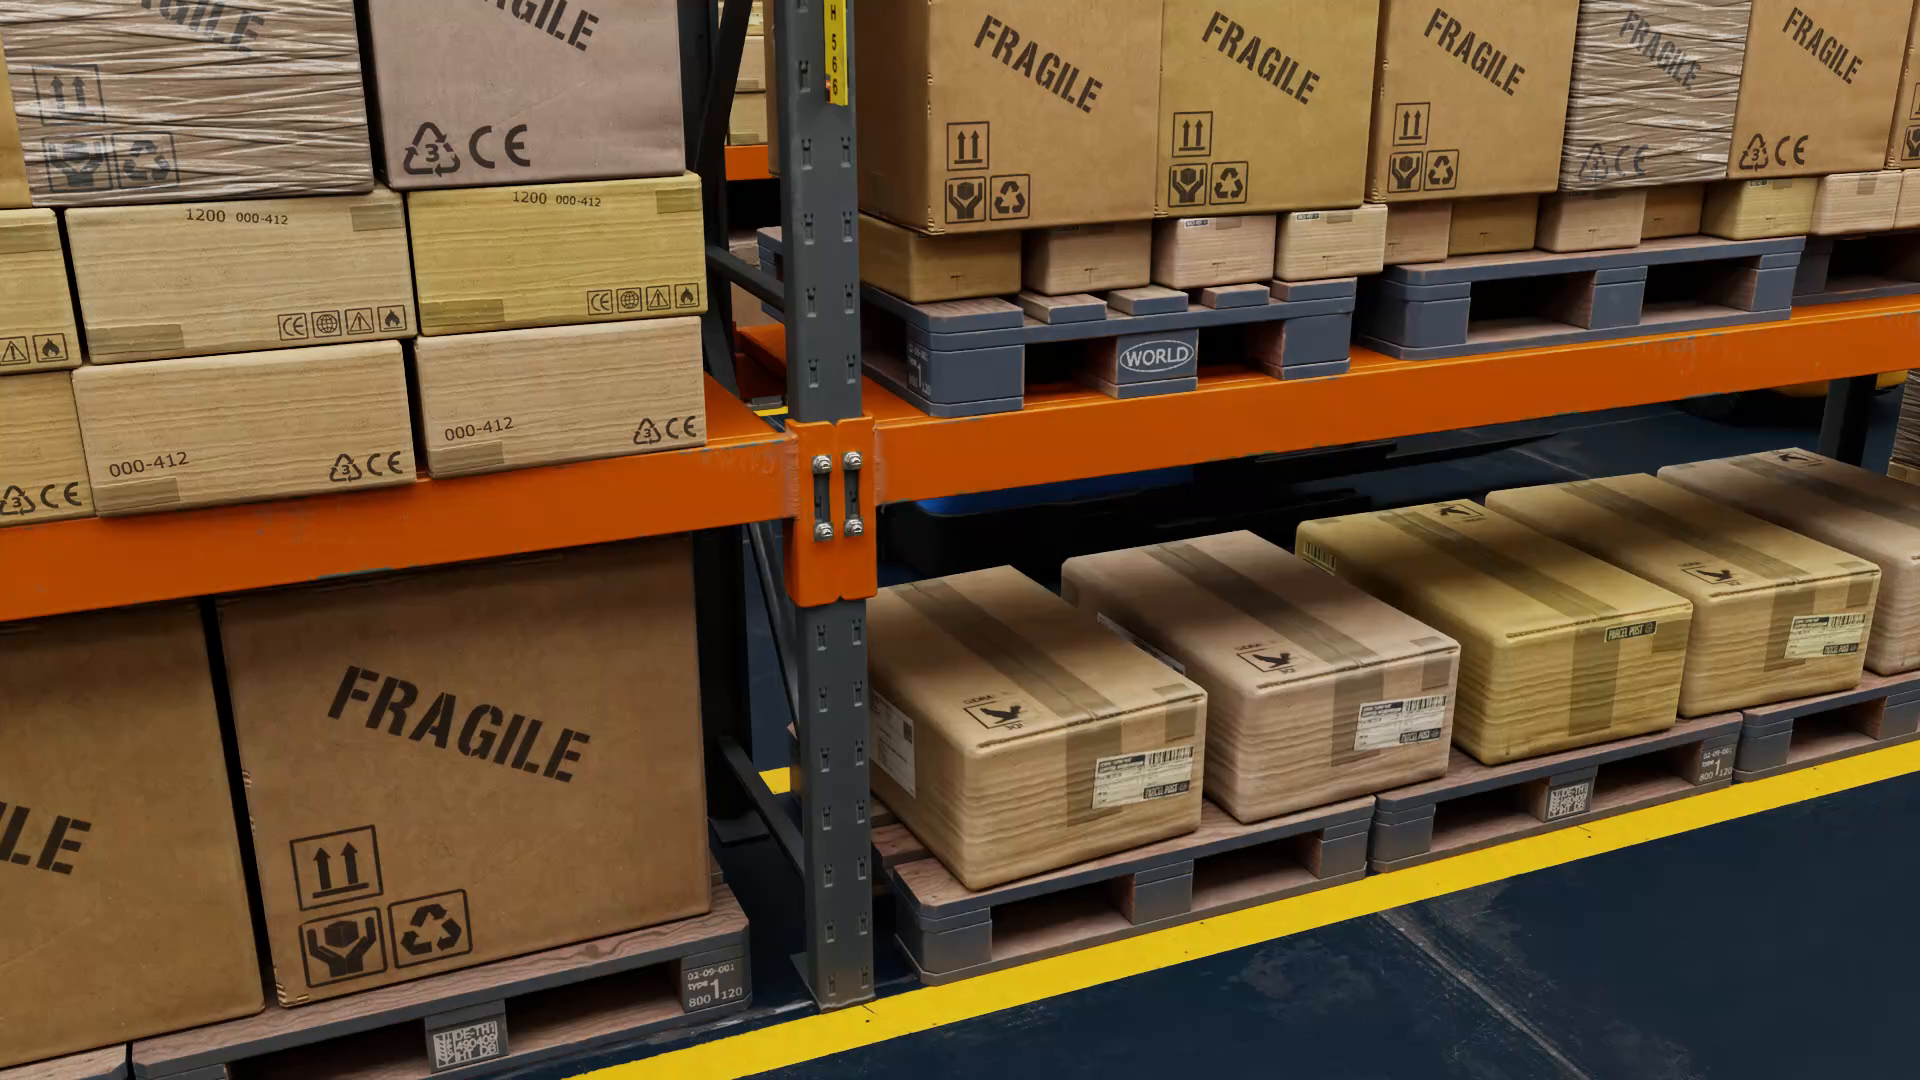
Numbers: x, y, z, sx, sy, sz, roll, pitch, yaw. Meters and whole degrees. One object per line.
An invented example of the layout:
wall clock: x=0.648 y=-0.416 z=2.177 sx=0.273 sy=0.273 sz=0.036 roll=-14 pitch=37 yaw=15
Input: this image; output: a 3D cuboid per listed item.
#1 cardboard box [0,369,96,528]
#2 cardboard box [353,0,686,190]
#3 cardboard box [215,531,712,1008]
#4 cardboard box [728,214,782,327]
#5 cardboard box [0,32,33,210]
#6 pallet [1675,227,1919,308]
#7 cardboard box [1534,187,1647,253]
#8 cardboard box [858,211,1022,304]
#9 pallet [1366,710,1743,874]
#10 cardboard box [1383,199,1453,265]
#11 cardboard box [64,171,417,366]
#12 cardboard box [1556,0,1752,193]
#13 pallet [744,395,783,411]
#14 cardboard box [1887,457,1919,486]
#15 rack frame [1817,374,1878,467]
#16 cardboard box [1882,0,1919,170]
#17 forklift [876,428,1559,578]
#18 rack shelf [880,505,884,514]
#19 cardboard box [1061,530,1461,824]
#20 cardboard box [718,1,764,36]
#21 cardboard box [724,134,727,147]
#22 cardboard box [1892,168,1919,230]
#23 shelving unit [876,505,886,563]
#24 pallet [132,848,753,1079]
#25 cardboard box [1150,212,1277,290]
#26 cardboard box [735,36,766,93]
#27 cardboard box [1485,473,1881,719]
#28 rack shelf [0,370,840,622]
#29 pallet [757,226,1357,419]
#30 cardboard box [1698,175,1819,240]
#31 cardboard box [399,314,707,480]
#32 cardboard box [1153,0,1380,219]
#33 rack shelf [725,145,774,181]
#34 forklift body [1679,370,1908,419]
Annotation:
cardboard box: x=-1.734 y=-0.197 z=2.792 sx=0.500 sy=0.250 sz=0.500 roll=-8 pitch=21 yaw=-22
cardboard box: x=-0.812 y=-0.918 z=2.957 sx=0.500 sy=0.500 sz=0.500 roll=-9 pitch=21 yaw=-23
cardboard box: x=-1.108 y=0.323 z=3.656 sx=0.875 sy=0.875 sz=0.875 roll=-8 pitch=21 yaw=-22
cardboard box: x=-1.235 y=-1.304 z=8.653 sx=0.625 sy=0.625 sz=0.875 roll=-7 pitch=21 yaw=-20
cardboard box: x=-1.738 y=-0.785 z=2.578 sx=0.500 sy=0.500 sz=0.500 roll=-8 pitch=21 yaw=-22
pallet: x=2.473 y=-0.927 z=4.926 sx=1.213 sy=0.211 sz=1.003 roll=-8 pitch=21 yaw=-22
cardboard box: x=1.435 y=-0.810 z=4.053 sx=0.250 sy=0.149 sz=0.380 roll=-7 pitch=21 yaw=-20
cardboard box: x=-0.069 y=-0.613 z=3.491 sx=0.250 sy=0.149 sz=0.380 roll=-9 pitch=22 yaw=-25
pallet: x=1.396 y=0.507 z=4.765 sx=1.213 sy=0.211 sz=1.003 roll=-8 pitch=21 yaw=-22
cardboard box: x=0.925 y=-0.747 z=3.873 sx=0.250 sy=0.149 sz=0.380 roll=-7 pitch=21 yaw=-19
cardboard box: x=-1.254 y=-0.502 z=2.905 sx=0.500 sy=0.250 sz=0.500 roll=-9 pitch=21 yaw=-23
cardboard box: x=1.487 y=-1.127 z=3.976 sx=0.500 sy=0.500 sz=0.500 roll=-9 pitch=21 yaw=-24
pallet: x=-1.639 y=-0.841 z=8.594 sx=1.213 sy=0.211 sz=1.003 roll=-8 pitch=21 yaw=-22
cardboard box: x=3.669 y=-0.134 z=5.894 sx=0.500 sy=0.250 sz=0.500 roll=-7 pitch=21 yaw=-19
rack frame: x=3.232 y=-1.073 z=5.054 sx=0.127 sy=3.000 sz=1.000 roll=-8 pitch=21 yaw=-22
cardboard box: x=2.444 y=-1.262 z=4.360 sx=0.500 sy=0.500 sz=0.500 roll=-8 pitch=21 yaw=-22
forklift: x=1.071 y=-1.528 z=6.447 sx=3.031 sy=2.935 sz=1.130 roll=-9 pitch=21 yaw=-23
rack shelf: x=-0.426 y=-0.159 z=6.261 sx=0.200 sy=0.077 sz=0.258 roll=-9 pitch=21 yaw=-23
cardboard box: x=0.757 y=0.324 z=4.411 sx=0.625 sy=0.372 sz=0.950 roll=-9 pitch=21 yaw=-23
cardboard box: x=-1.077 y=-2.523 z=8.044 sx=0.250 sy=0.149 sz=0.380 roll=-8 pitch=21 yaw=-21
cardboard box: x=-1.442 y=-2.038 z=8.019 sx=0.500 sy=0.250 sz=0.500 roll=-9 pitch=21 yaw=-23
cardboard box: x=2.397 y=-0.927 z=4.384 sx=0.250 sy=0.149 sz=0.380 roll=-9 pitch=21 yaw=-23
shelving unit: x=-0.426 y=-0.360 z=6.190 sx=0.210 sy=0.900 sz=0.258 roll=-9 pitch=21 yaw=-23
pallet: x=-1.194 y=0.849 z=3.793 sx=1.213 sy=0.211 sz=1.003 roll=-8 pitch=21 yaw=-22
cardboard box: x=0.474 y=-0.662 z=3.630 sx=0.250 sy=0.149 sz=0.380 roll=-10 pitch=22 yaw=-25
cardboard box: x=-0.958 y=-2.338 z=8.119 sx=0.500 sy=0.250 sz=0.500 roll=-9 pitch=21 yaw=-23
cardboard box: x=2.093 y=0.134 z=4.951 sx=0.625 sy=0.372 sz=0.950 roll=-7 pitch=21 yaw=-19
rack shelf: x=-2.277 y=0.055 z=2.931 sx=4.000 sy=0.370 sz=1.077 roll=-8 pitch=21 yaw=-22
pallet: x=0.172 y=-0.583 z=3.949 sx=1.003 sy=0.211 sz=1.213 roll=-8 pitch=21 yaw=-22
cardboard box: x=1.927 y=-0.871 z=4.226 sx=0.250 sy=0.149 sz=0.380 roll=-8 pitch=21 yaw=-22
cardboard box: x=-0.802 y=-0.331 z=3.170 sx=0.500 sy=0.250 sz=0.500 roll=-9 pitch=21 yaw=-24
cardboard box: x=0.540 y=-0.992 z=3.592 sx=0.500 sy=0.500 sz=0.500 roll=-7 pitch=21 yaw=-19
rack shelf: x=-0.574 y=-1.984 z=8.723 sx=4.000 sy=0.370 sz=1.077 roll=-8 pitch=21 yaw=-22
forklift body: x=3.917 y=-1.906 z=8.698 sx=1.214 sy=2.155 sz=2.313 roll=-8 pitch=21 yaw=-22
